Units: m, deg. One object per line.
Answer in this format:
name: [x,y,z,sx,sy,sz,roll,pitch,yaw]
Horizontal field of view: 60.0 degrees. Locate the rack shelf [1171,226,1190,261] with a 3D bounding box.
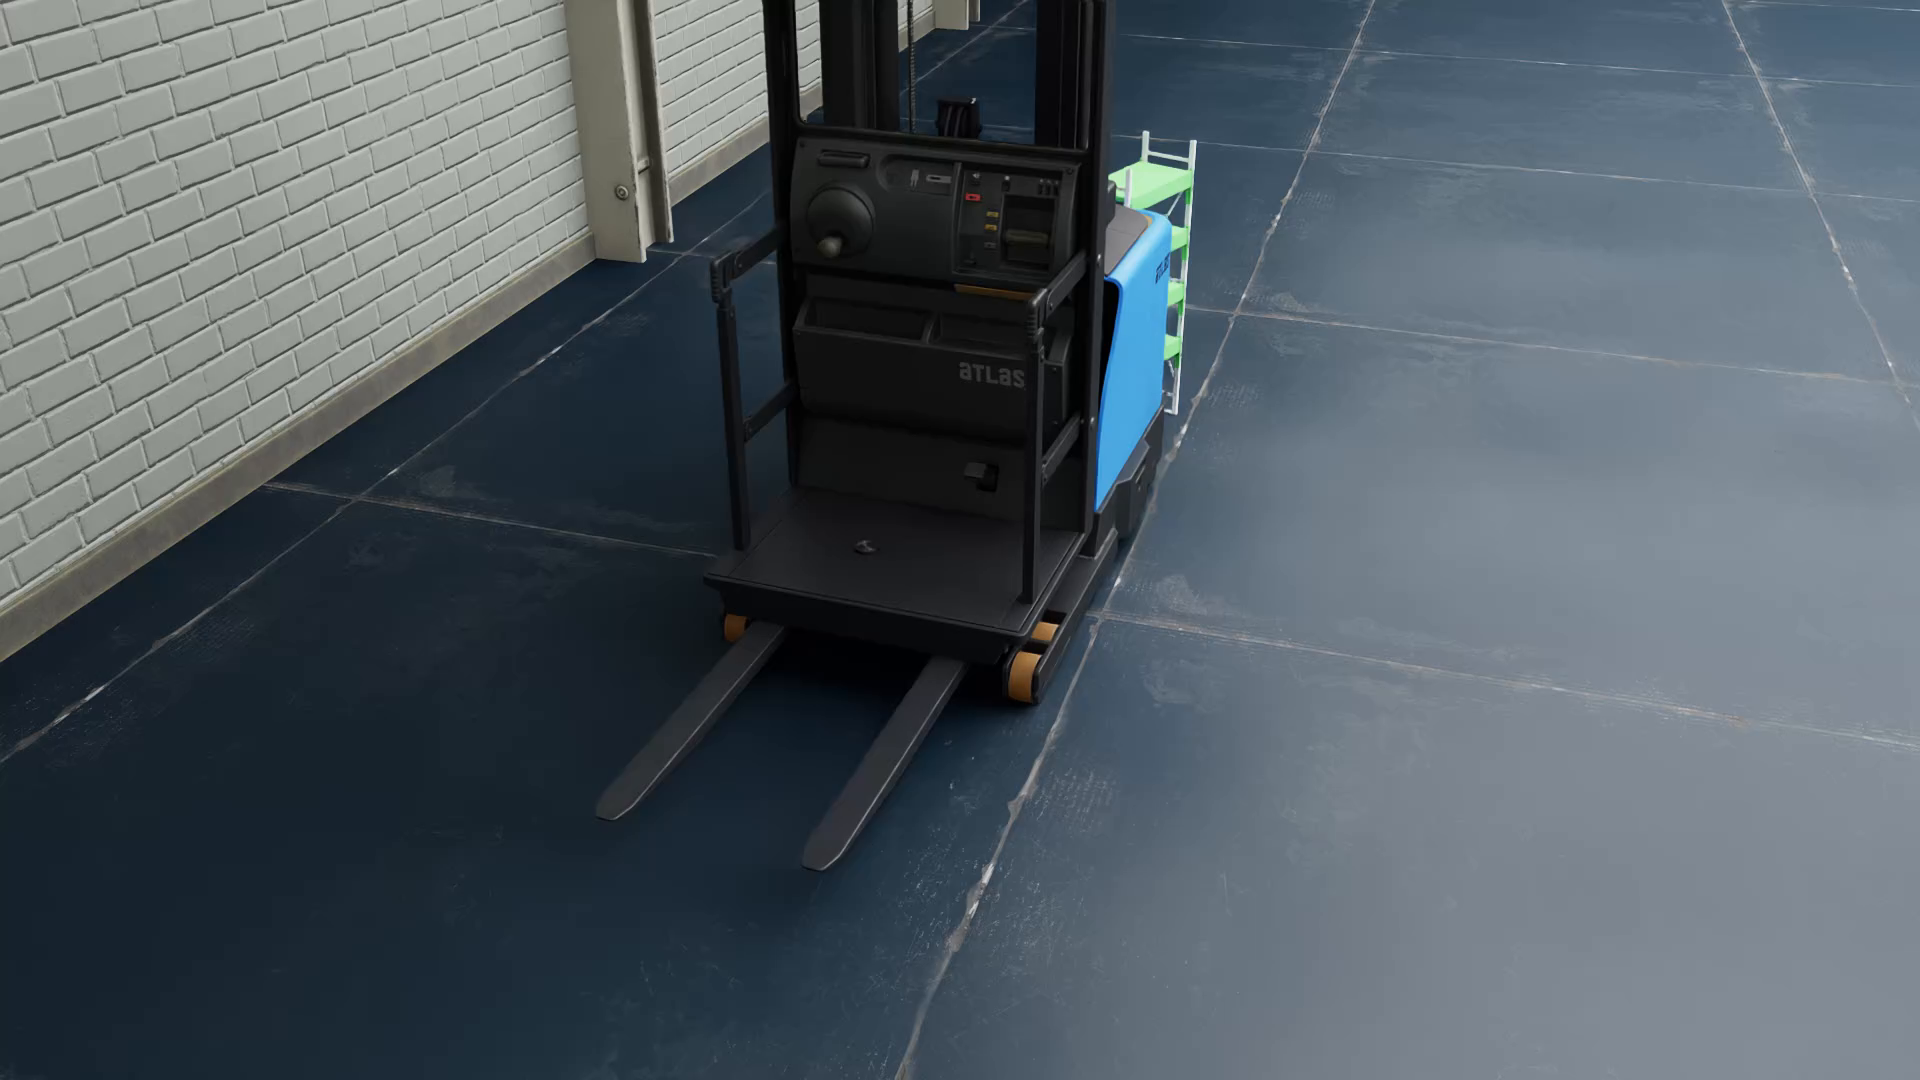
rack shelf: [0.700,-1.165,6.748,0.258,0.148,0.480,20,35,31]

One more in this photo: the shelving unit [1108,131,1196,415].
shelving unit: [0.700,-1.011,6.833,0.258,1.200,0.503,20,35,31]

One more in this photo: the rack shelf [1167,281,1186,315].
rack shelf: [0.700,-0.955,6.864,0.258,0.148,0.480,20,35,31]

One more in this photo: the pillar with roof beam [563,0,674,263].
pillar with roof beam: [2.321,-4.918,5.834,9.100,9.000,0.400,8,30,15]

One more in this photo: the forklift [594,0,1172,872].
forklift: [-0.160,-0.984,5.004,1.130,2.935,3.031,10,31,17]

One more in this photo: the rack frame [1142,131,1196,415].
rack frame: [0.845,-1.106,7.004,0.240,1.200,0.015,20,35,31]

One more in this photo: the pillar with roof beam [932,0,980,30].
pillar with roof beam: [4.082,-7.706,10.847,9.100,9.000,0.400,8,30,15]

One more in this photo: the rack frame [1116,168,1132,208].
rack frame: [0.554,-0.916,6.662,0.240,1.200,0.015,20,35,31]

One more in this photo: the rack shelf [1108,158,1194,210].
rack shelf: [0.700,-1.375,6.631,0.258,0.148,0.480,20,35,31]

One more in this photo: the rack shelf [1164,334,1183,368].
rack shelf: [0.700,-0.745,6.981,0.258,0.148,0.480,20,35,31]
